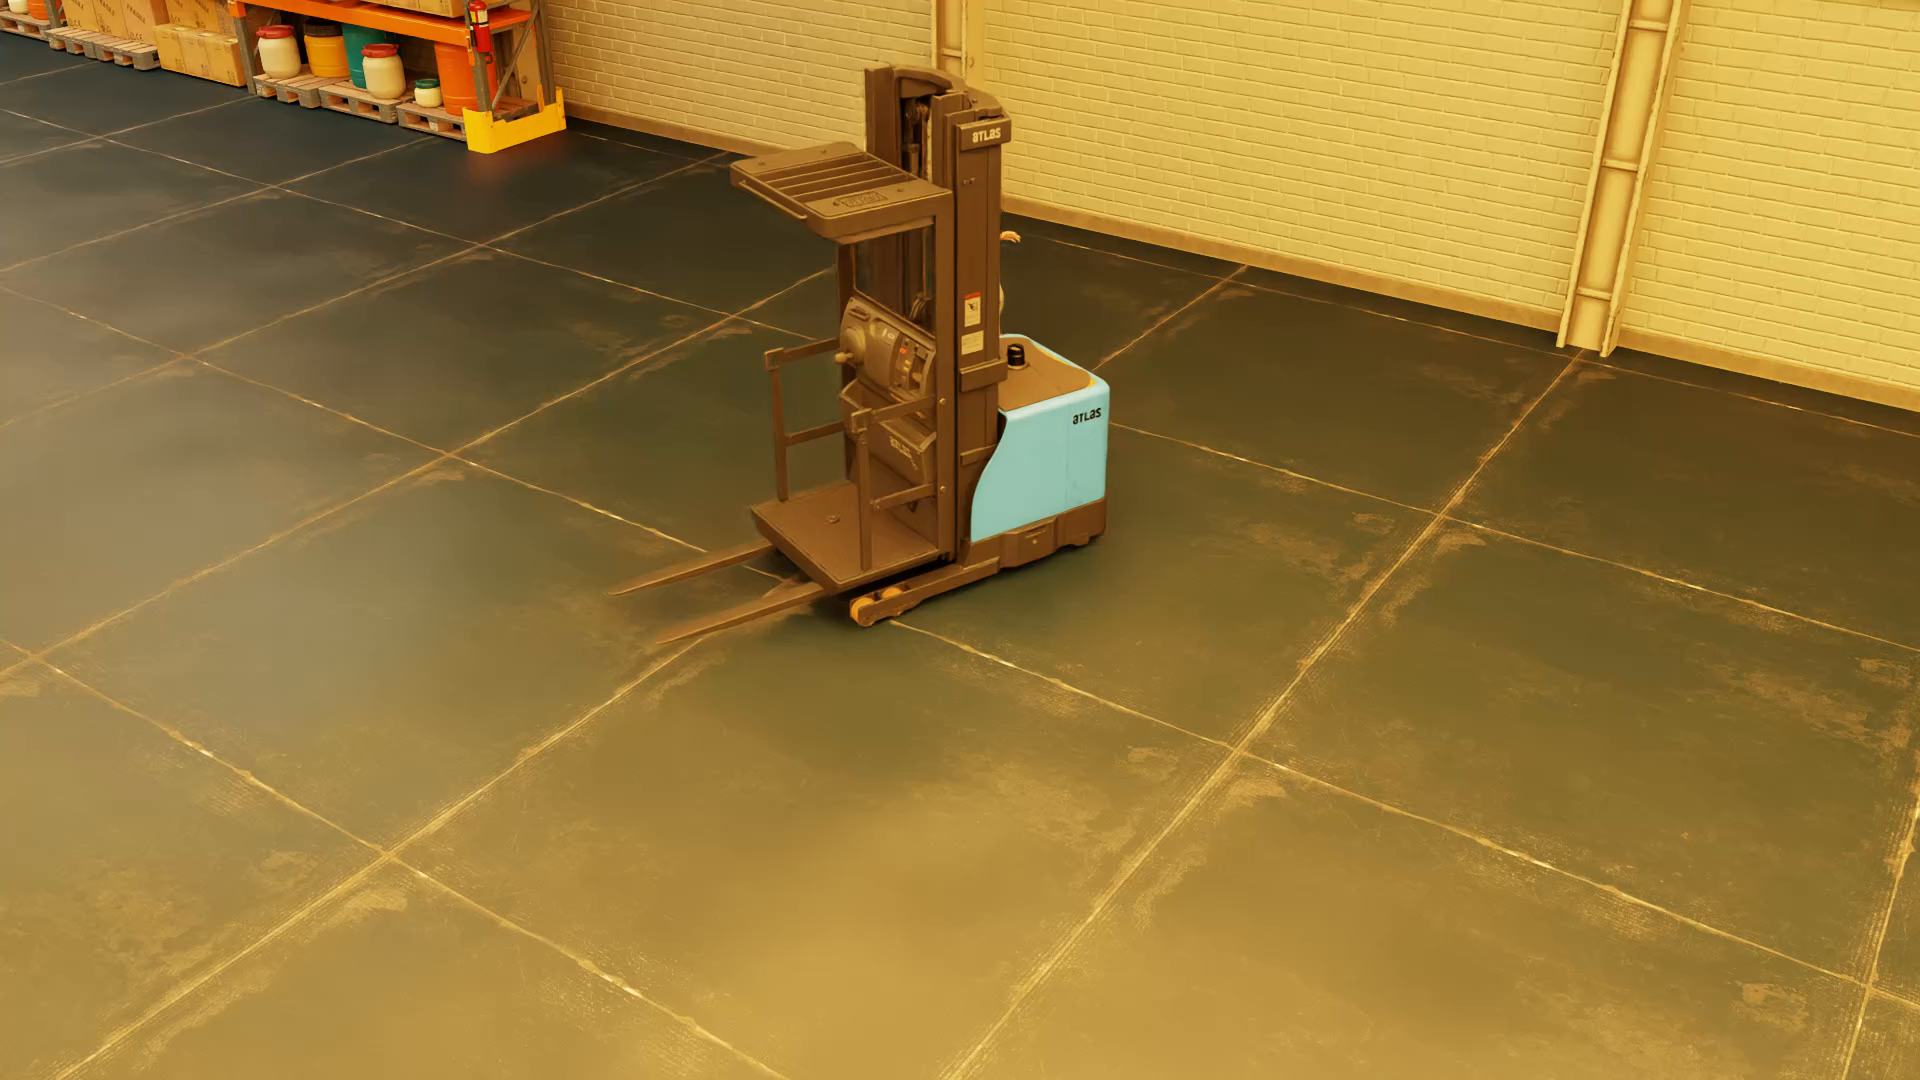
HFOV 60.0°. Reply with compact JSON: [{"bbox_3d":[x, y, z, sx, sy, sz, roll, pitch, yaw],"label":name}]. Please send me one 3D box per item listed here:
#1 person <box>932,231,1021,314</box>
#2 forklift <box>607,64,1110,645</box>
[{"bbox_3d":[0.180,-2.089,12.508,0.809,1.621,0.784,-21,36,-31],"label":"person"},{"bbox_3d":[-0.590,-1.069,9.422,3.031,2.935,1.130,-19,35,-29],"label":"forklift"}]
